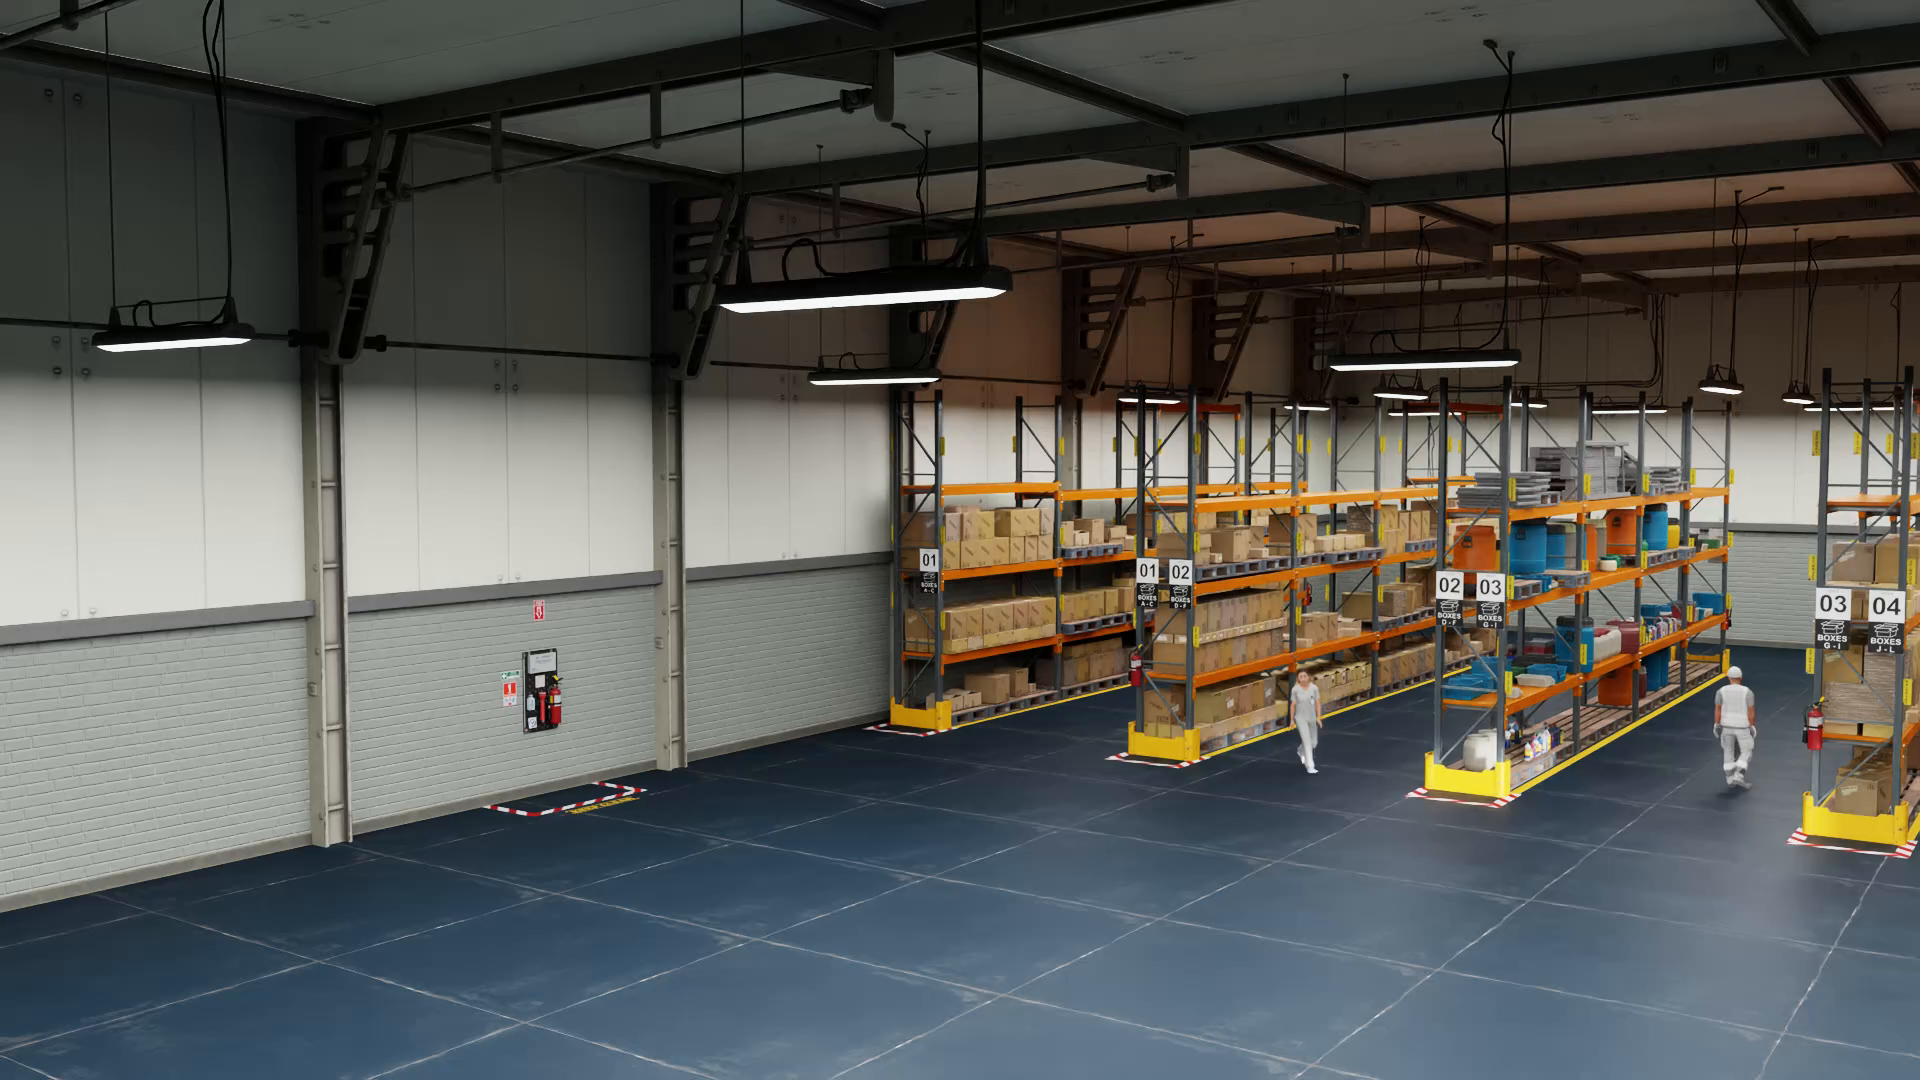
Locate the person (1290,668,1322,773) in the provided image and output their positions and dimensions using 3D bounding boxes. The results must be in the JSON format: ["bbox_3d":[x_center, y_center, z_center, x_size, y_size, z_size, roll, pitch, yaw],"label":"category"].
[{"bbox_3d":[5.347,2.761,25.696,0.443,1.582,0.949,0,3,-3],"label":"person"}]

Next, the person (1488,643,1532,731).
[{"bbox_3d":[9.409,2.567,28.583,0.894,1.607,0.460,2,4,34],"label":"person"}]

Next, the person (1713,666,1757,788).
[{"bbox_3d":[11.334,2.746,24.325,0.573,1.787,0.551,2,4,34],"label":"person"}]
